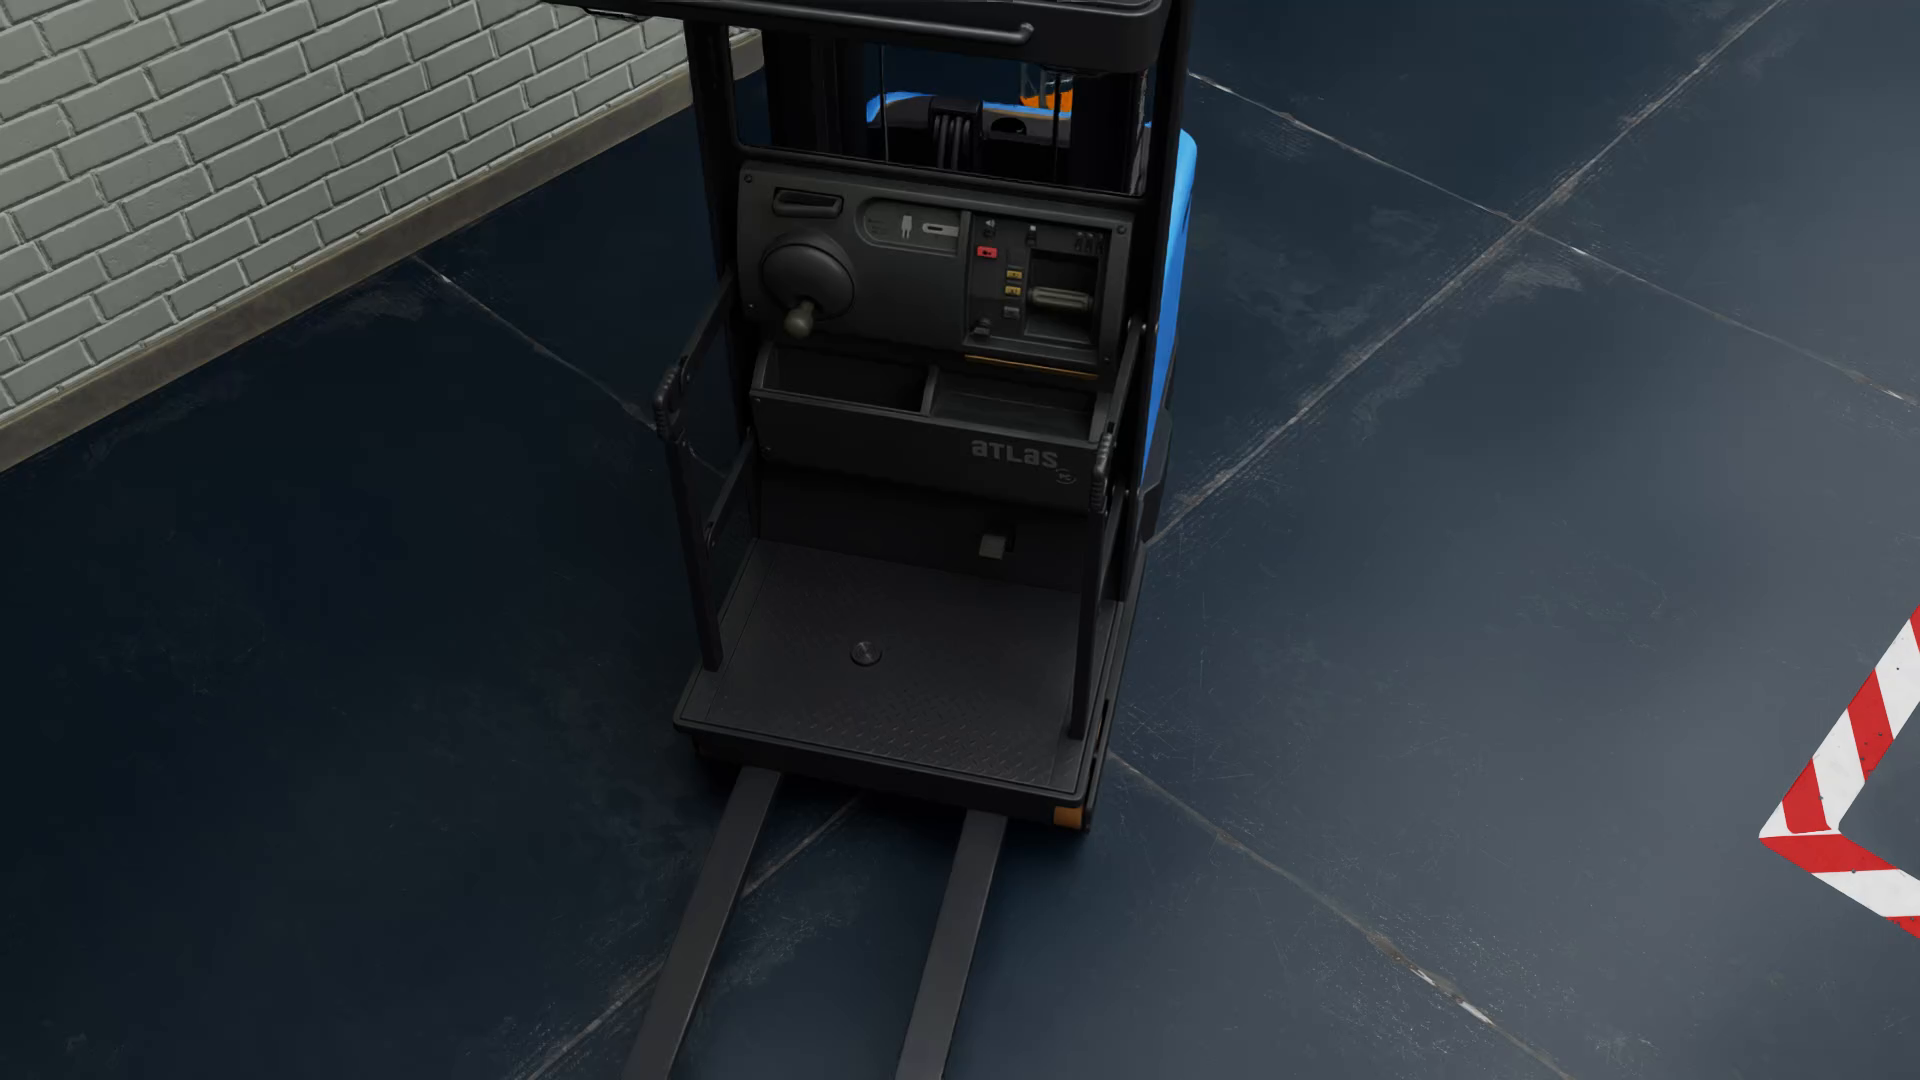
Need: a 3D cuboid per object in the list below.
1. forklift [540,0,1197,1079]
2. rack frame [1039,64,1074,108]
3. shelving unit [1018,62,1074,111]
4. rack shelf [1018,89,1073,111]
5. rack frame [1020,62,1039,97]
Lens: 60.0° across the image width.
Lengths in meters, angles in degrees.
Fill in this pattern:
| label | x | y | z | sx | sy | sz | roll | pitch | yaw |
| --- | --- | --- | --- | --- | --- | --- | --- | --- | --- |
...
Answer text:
| label | x | y | z | sx | sy | sz | roll | pitch | yaw |
| --- | --- | --- | --- | --- | --- | --- | --- | --- | --- |
| forklift | -0.117 | -0.533 | 3.740 | 1.130 | 2.935 | 3.031 | 10 | 48 | 9 |
| rack frame | 0.356 | -1.049 | 5.412 | 0.240 | 1.200 | 0.006 | -12 | 48 | -11 |
| shelving unit | 0.331 | -1.113 | 5.472 | 0.258 | 1.200 | 0.189 | -12 | 48 | -11 |
| rack shelf | 0.331 | -1.329 | 5.242 | 0.258 | 0.103 | 0.180 | -12 | 48 | -11 |
| rack frame | 0.305 | -1.177 | 5.532 | 0.240 | 1.200 | 0.006 | -12 | 48 | -11 |
